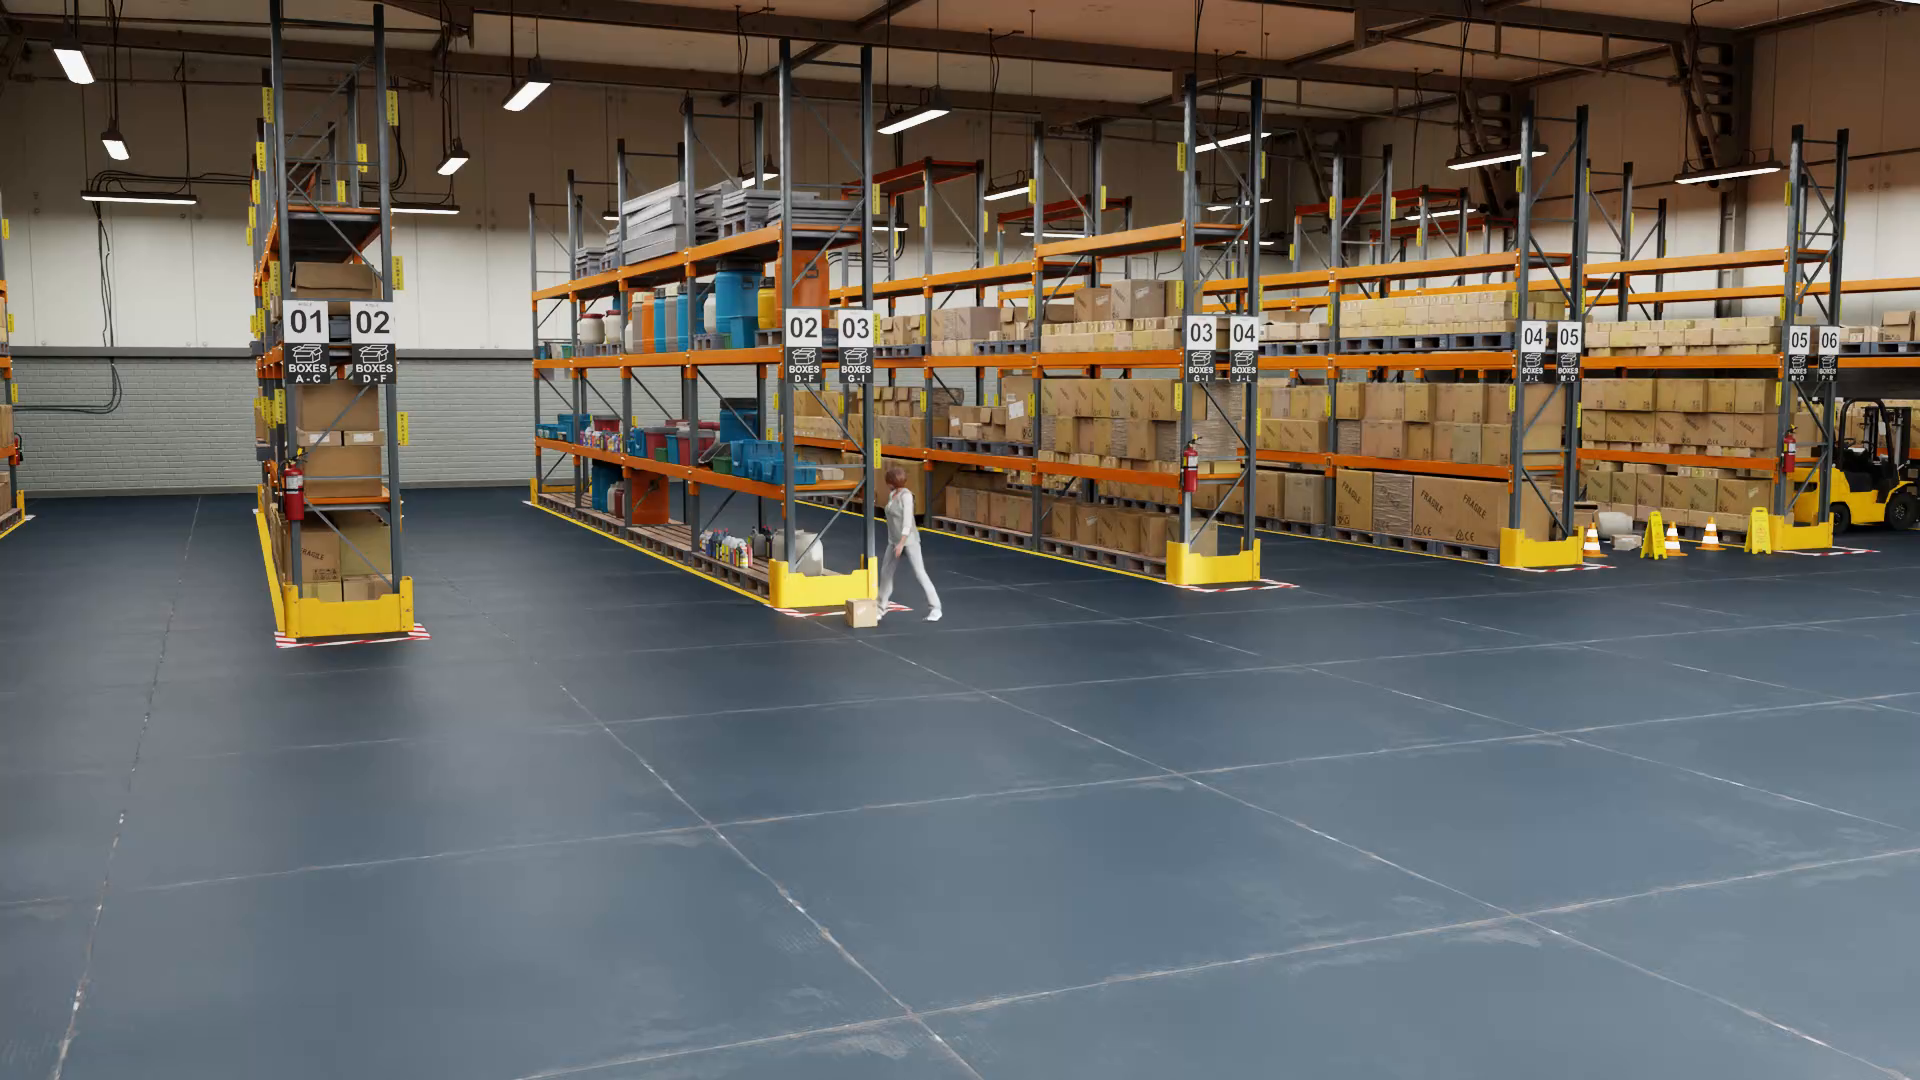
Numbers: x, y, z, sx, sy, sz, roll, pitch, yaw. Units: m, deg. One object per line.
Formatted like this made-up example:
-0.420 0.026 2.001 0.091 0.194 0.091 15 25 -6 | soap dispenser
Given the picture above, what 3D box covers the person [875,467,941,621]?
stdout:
-0.592 0.045 16.743 0.799 1.545 0.538 -4 7 -34 | person
